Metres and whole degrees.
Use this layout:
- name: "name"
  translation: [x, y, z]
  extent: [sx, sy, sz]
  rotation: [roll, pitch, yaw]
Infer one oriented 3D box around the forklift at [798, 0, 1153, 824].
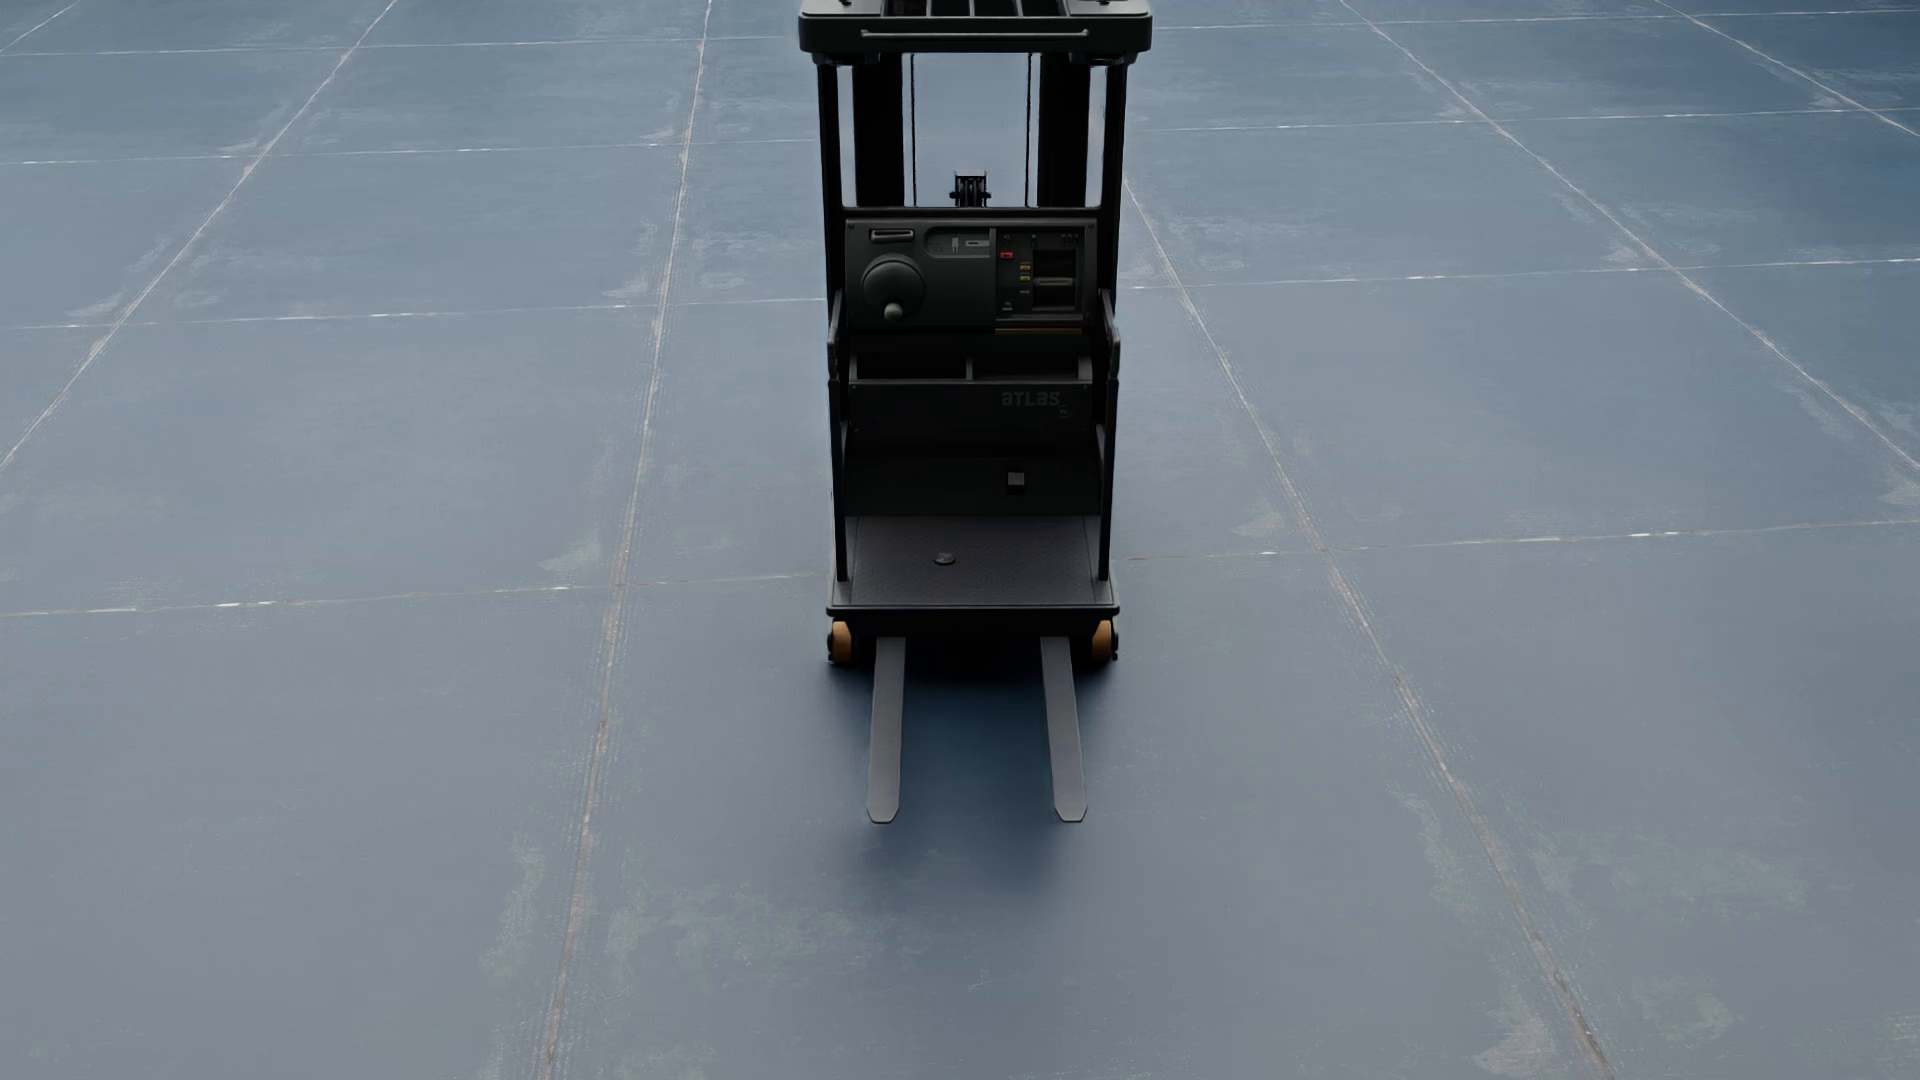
- name: "forklift"
  translation: [0.045, -0.943, 5.971]
  extent: [1.130, 2.935, 3.031]
  rotation: [0, 31, 0]
